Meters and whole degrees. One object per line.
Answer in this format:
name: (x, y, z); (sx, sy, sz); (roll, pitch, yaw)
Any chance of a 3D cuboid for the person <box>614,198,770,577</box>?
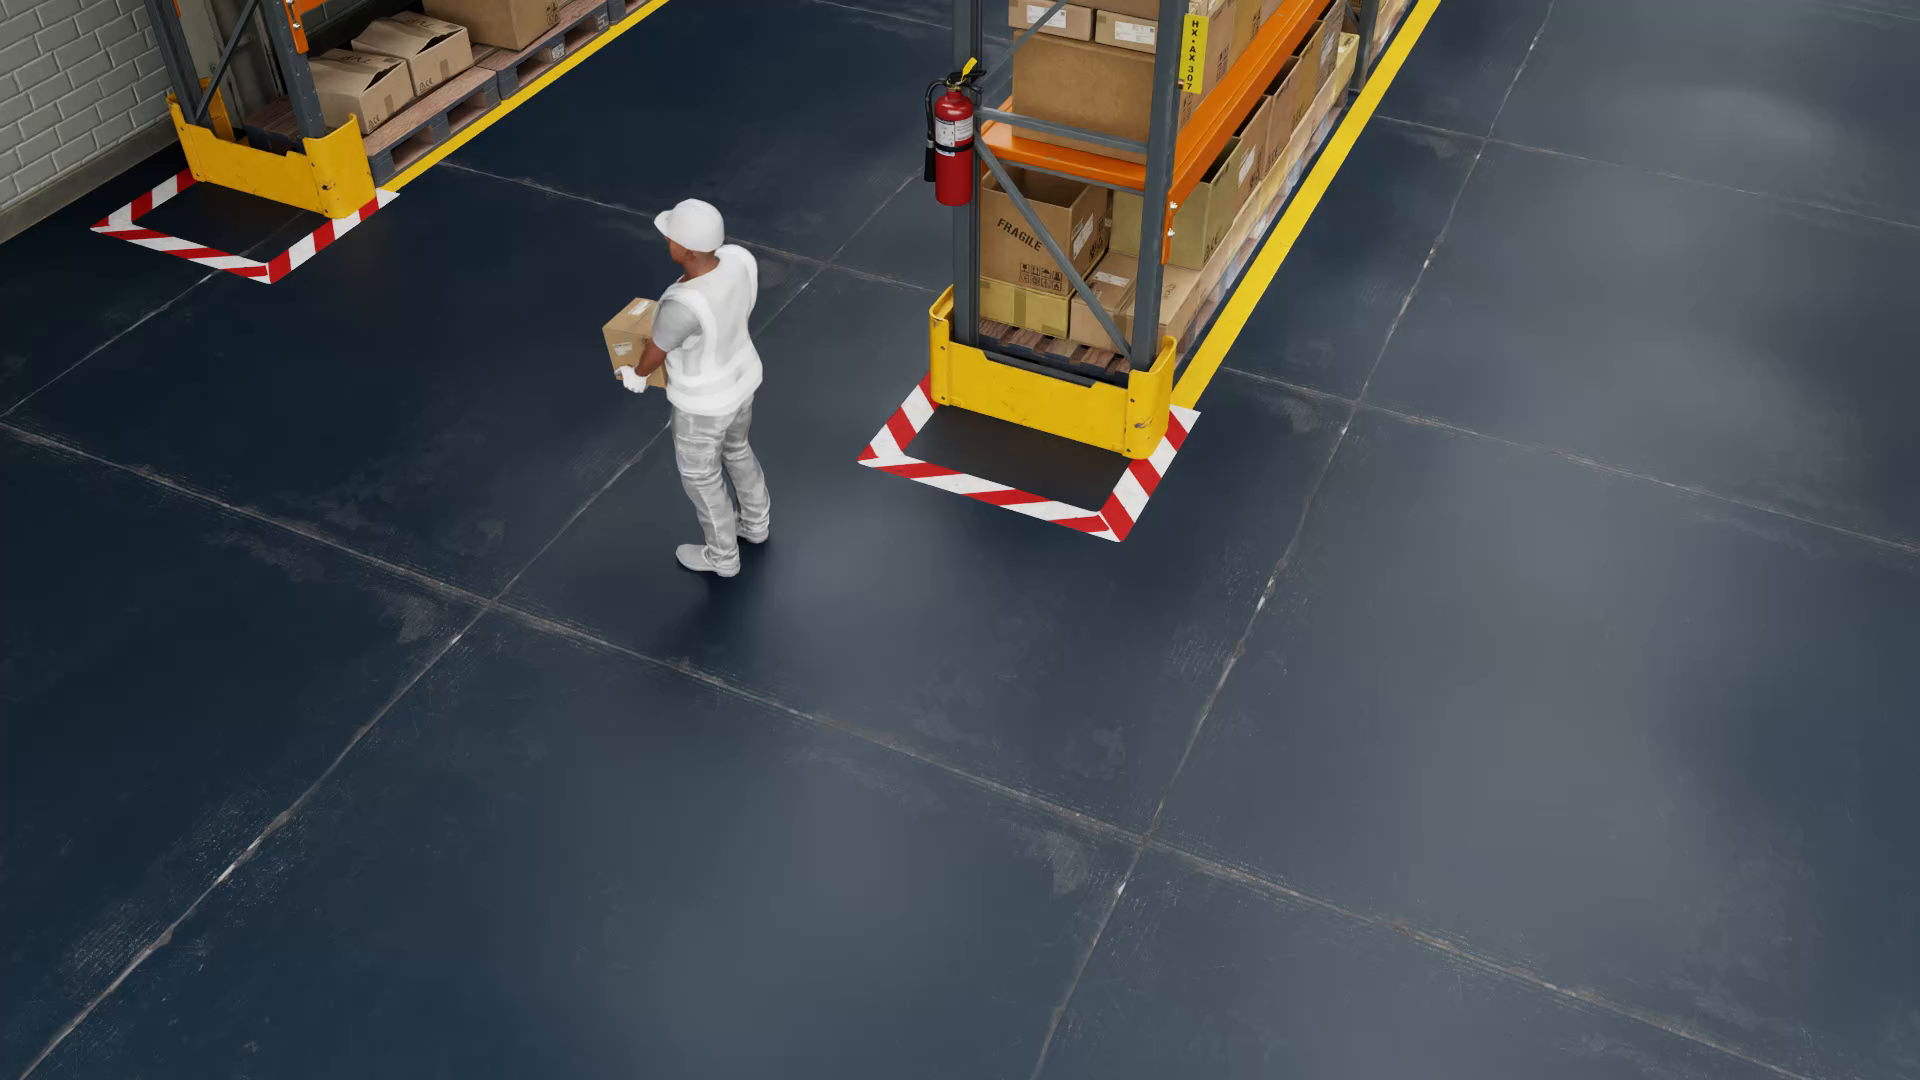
person: (-1.116, -0.642, 6.868); (0.565, 1.781, 0.489); (18, 45, 19)
